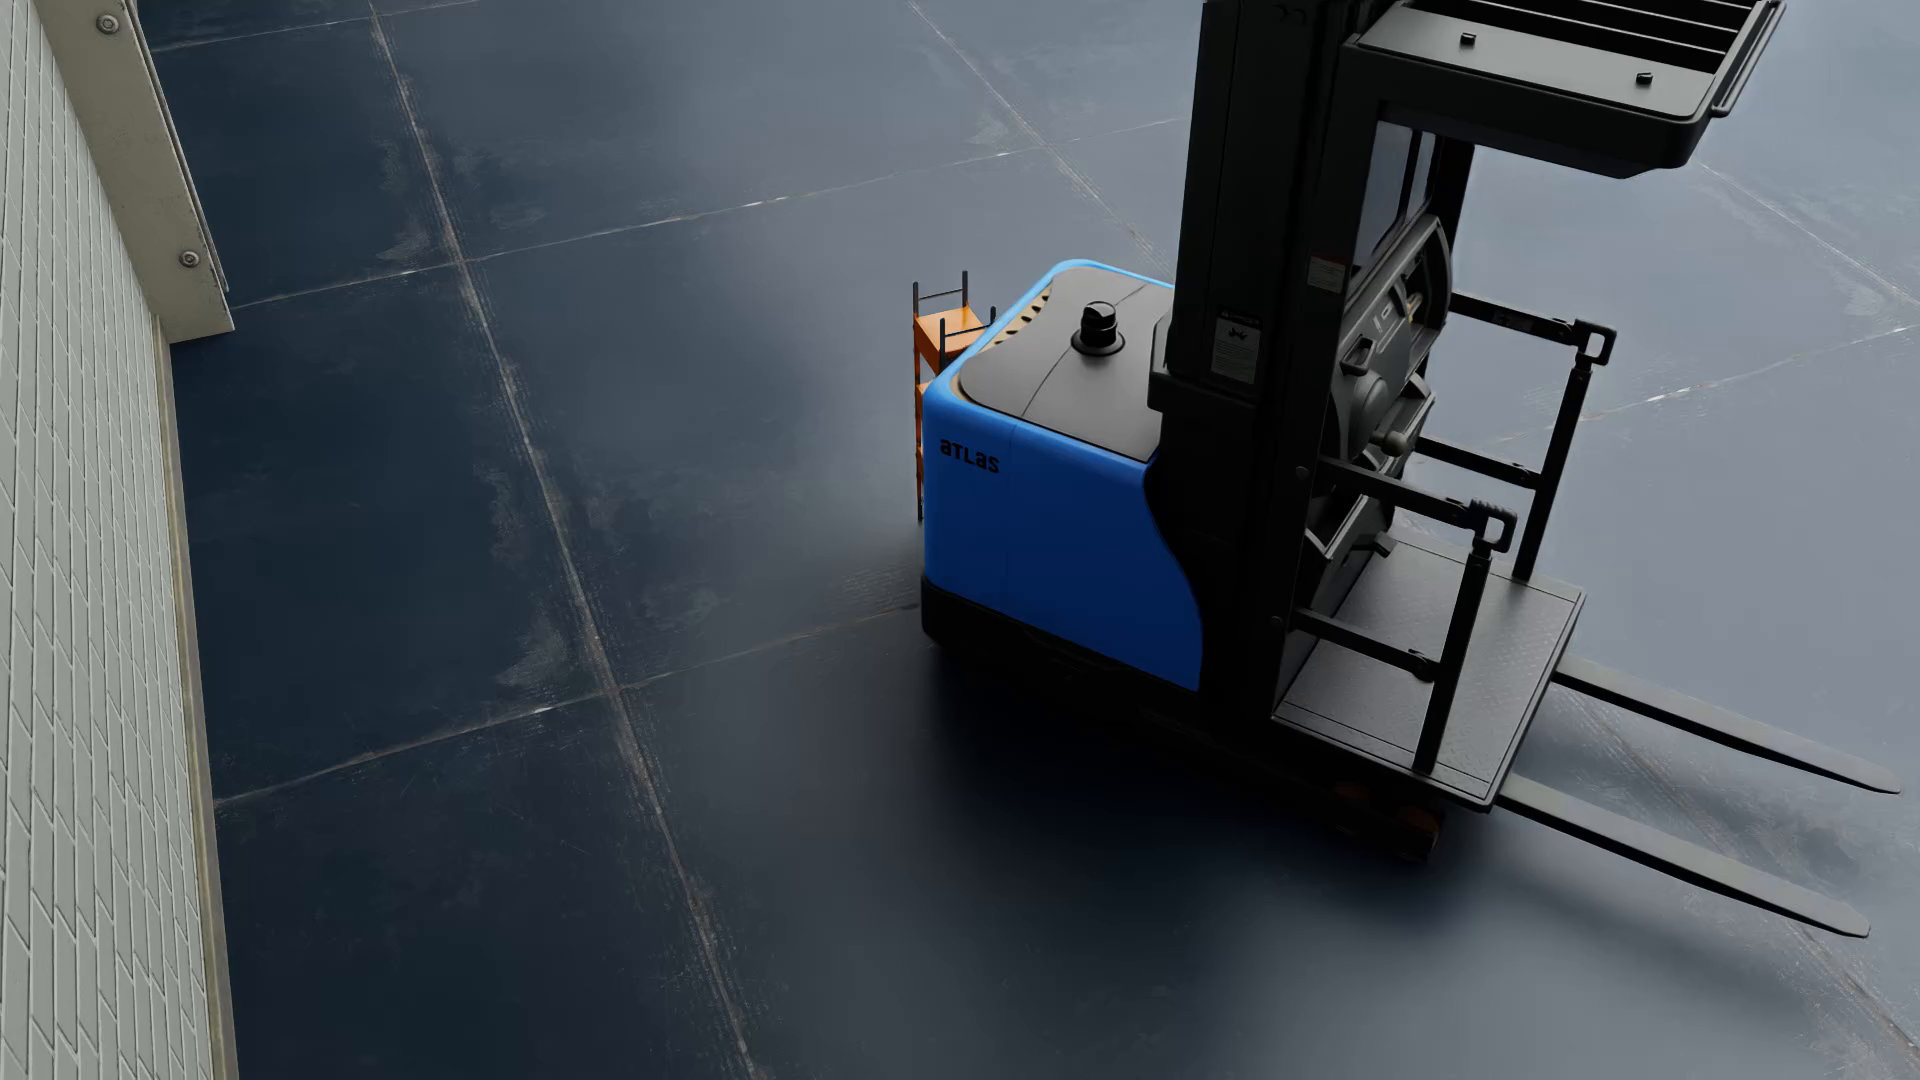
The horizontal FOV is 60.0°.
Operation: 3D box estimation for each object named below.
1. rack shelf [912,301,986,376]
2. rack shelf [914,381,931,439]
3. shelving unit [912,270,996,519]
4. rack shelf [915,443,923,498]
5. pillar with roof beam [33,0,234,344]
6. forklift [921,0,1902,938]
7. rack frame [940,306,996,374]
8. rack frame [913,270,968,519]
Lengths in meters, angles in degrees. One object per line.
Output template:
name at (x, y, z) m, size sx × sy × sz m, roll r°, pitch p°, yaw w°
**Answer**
rack shelf at (-0.020, -0.637, 5.767) m, size 0.215 × 0.259 × 0.240 m, roll -15°, pitch 43°, yaw -17°
rack shelf at (-0.020, -0.422, 5.952) m, size 0.215 × 0.259 × 0.240 m, roll -15°, pitch 43°, yaw -17°
shelving unit at (-0.020, -0.430, 5.945) m, size 0.215 × 1.050 × 0.252 m, roll -15°, pitch 43°, yaw -17°
rack shelf at (-0.020, -0.212, 6.133) m, size 0.215 × 0.259 × 0.240 m, roll -15°, pitch 43°, yaw -17°
pillar with roof beam at (0.563, -5.490, 5.732) m, size 9.100 × 9.000 × 0.400 m, roll -15°, pitch 43°, yaw -17°
forklift at (1.395, -0.530, 4.618) m, size 3.031 × 2.935 × 1.130 m, roll 21°, pitch 45°, yaw 23°
rack frame at (0.026, -0.357, 5.860) m, size 0.200 × 1.050 × 0.008 m, roll -15°, pitch 43°, yaw -17°
rack frame at (-0.067, -0.504, 6.031) m, size 0.200 × 1.050 × 0.008 m, roll -15°, pitch 43°, yaw -17°
